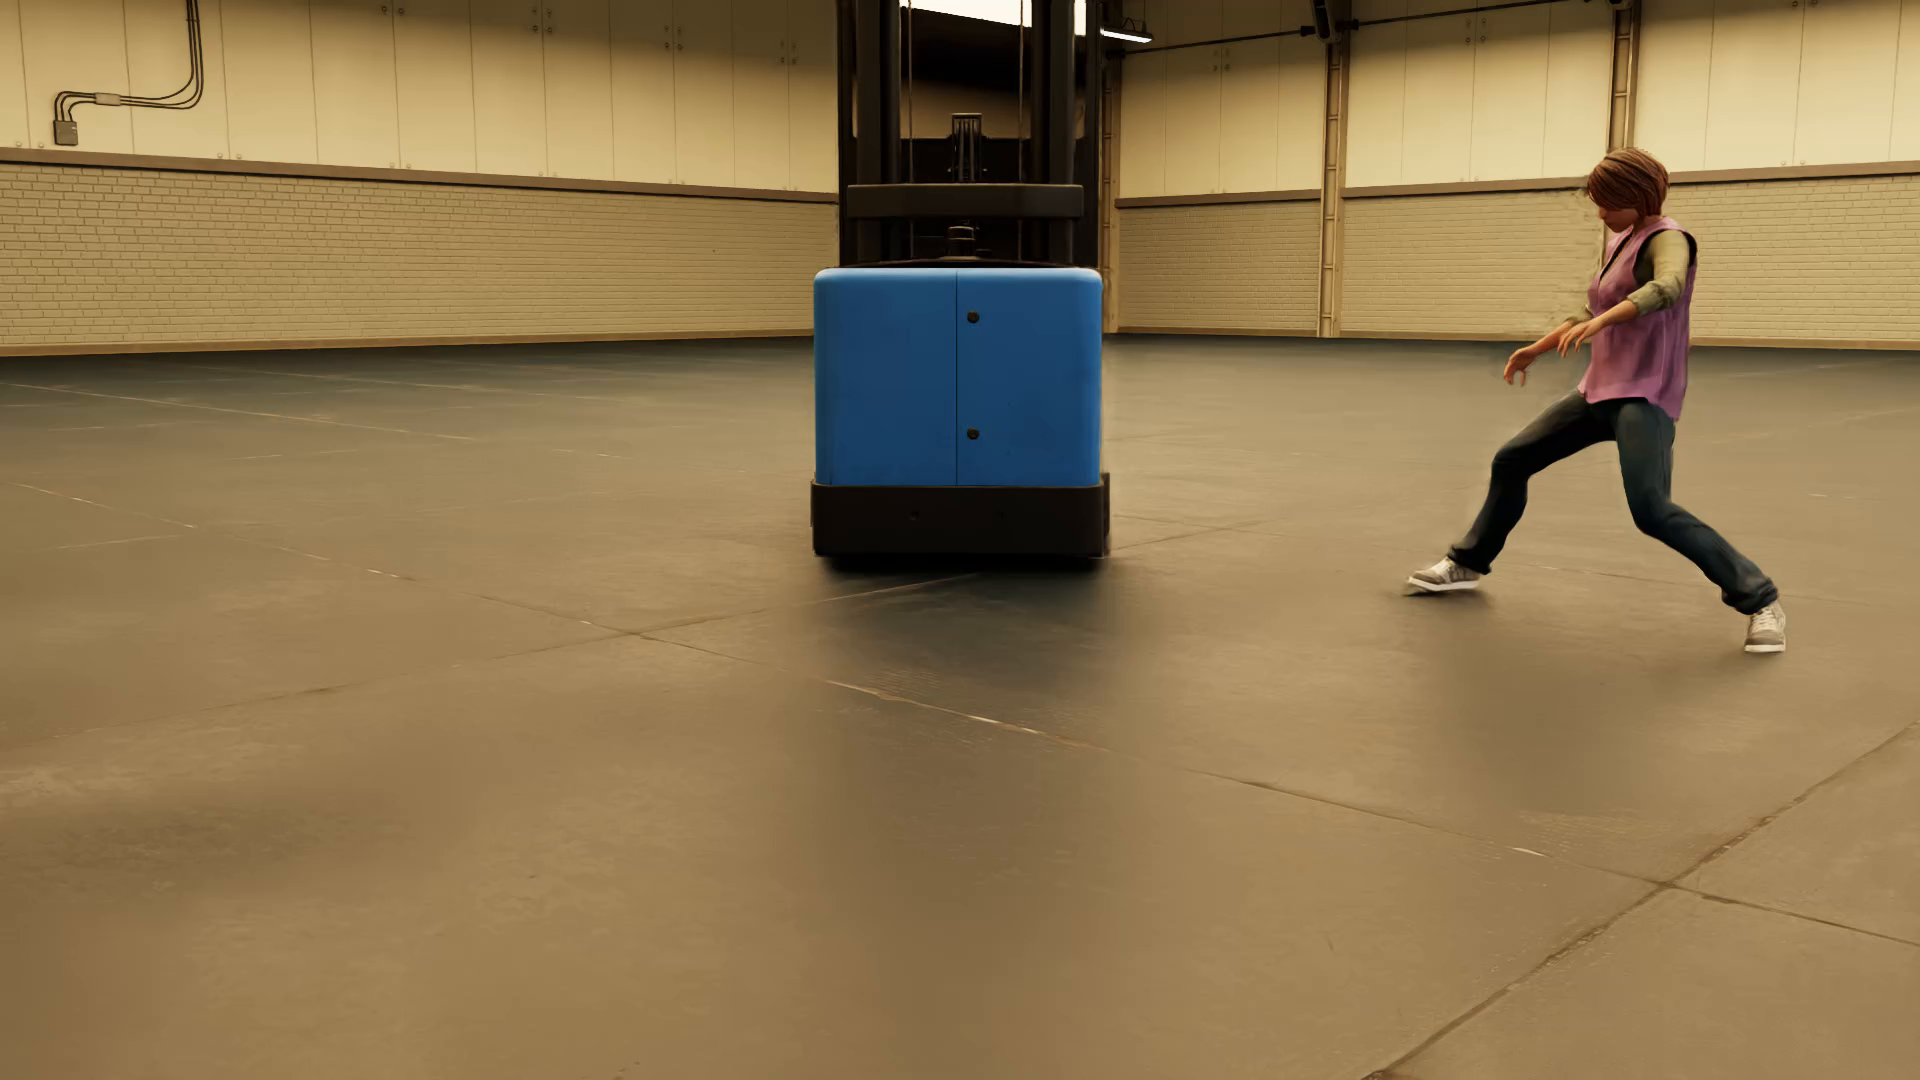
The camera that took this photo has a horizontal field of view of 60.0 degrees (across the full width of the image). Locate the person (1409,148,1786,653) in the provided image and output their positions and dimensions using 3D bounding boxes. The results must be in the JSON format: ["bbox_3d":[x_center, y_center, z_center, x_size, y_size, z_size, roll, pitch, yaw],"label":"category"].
[{"bbox_3d":[1.924,-0.442,5.004,0.891,1.412,1.020,0,9,1],"label":"person"}]

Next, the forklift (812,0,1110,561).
[{"bbox_3d":[0.046,-1.555,7.198,1.130,2.935,3.031,0,9,2],"label":"forklift"}]
